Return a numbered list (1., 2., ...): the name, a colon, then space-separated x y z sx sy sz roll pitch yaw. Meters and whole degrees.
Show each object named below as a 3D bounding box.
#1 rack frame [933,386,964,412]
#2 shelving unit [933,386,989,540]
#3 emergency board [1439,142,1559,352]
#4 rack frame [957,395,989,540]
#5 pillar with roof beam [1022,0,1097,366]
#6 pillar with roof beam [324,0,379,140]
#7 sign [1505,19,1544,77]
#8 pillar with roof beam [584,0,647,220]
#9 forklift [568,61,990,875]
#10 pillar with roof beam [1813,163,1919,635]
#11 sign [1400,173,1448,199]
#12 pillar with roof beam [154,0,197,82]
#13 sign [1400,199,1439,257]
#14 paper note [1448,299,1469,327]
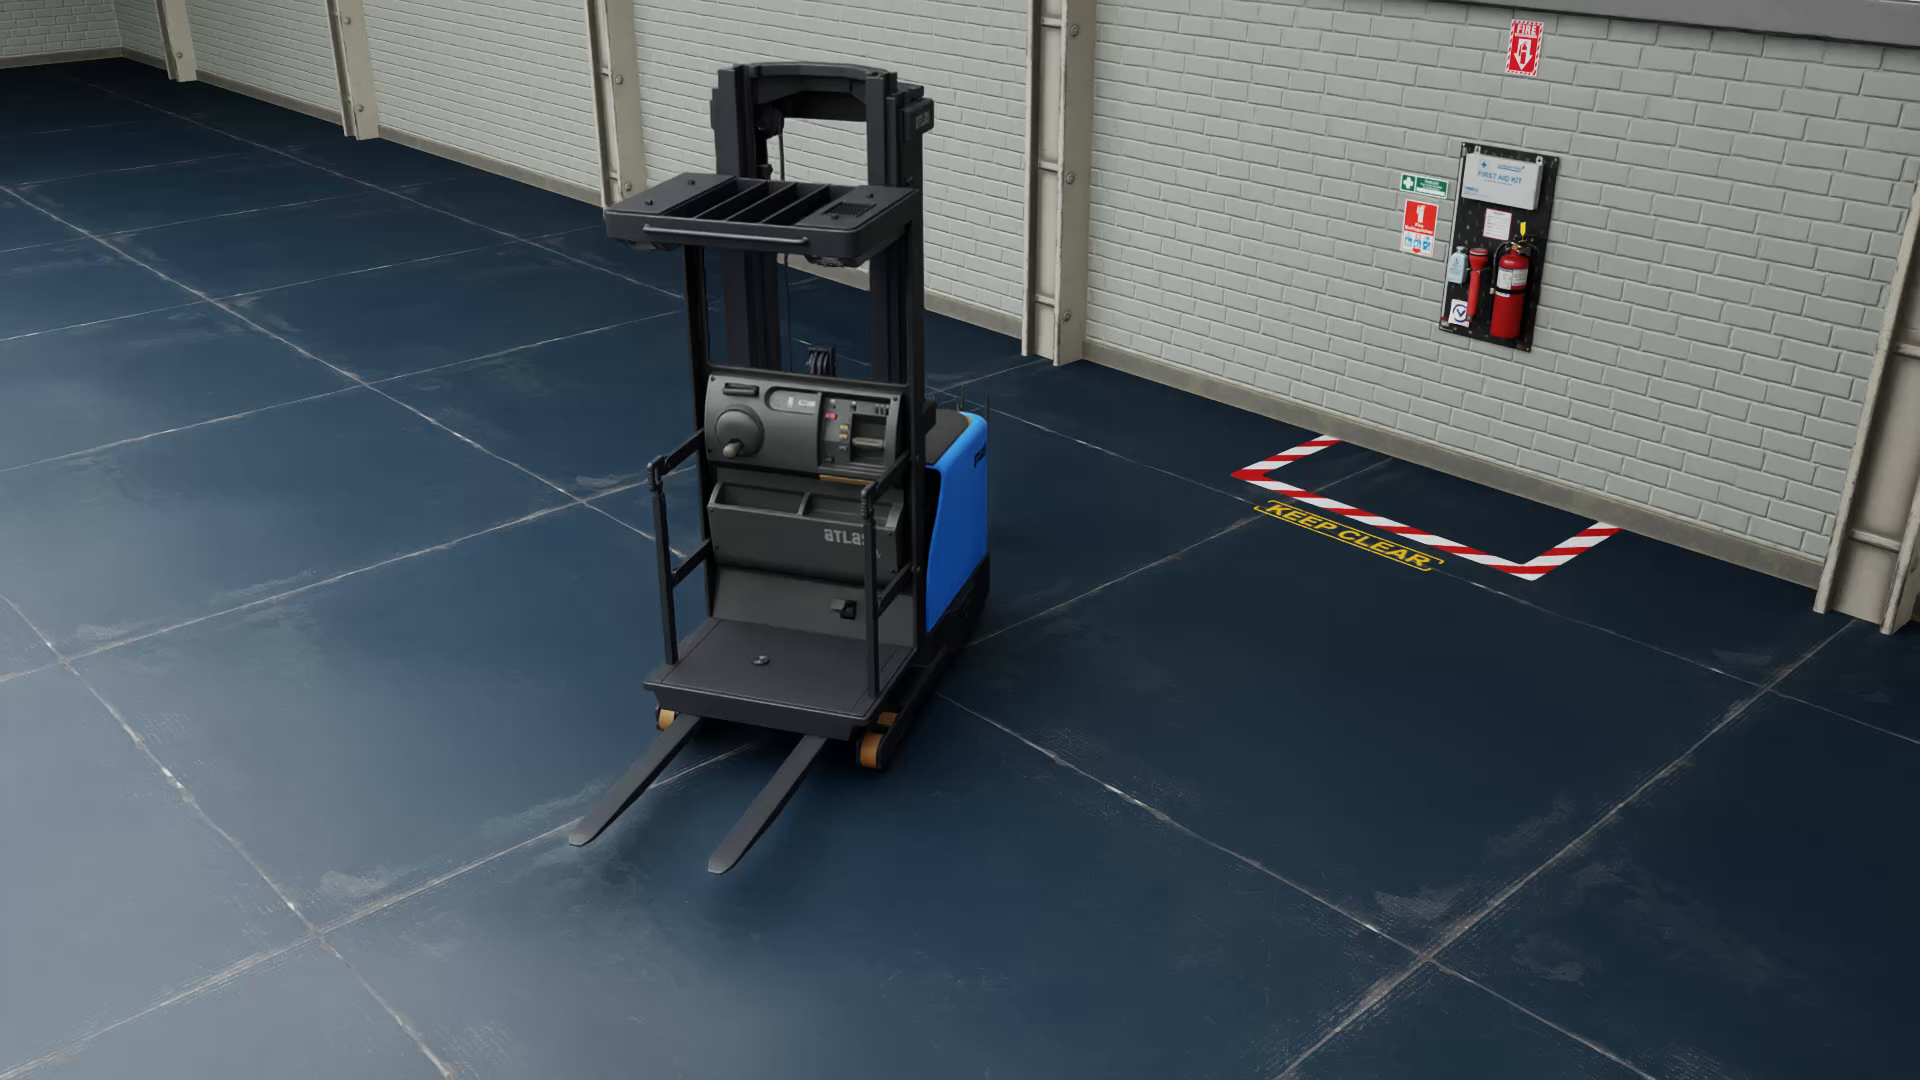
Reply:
1. rack frame: -0.064 -0.438 9.625 0.240 0.900 0.006 -21 32 -38
2. shelving unit: 0.006 -0.407 9.558 0.258 0.900 0.210 -21 32 -38
3. emergency board: 3.161 -1.730 9.928 0.194 1.169 0.643 -21 32 -38
4. rack frame: 0.075 -0.376 9.490 0.240 0.900 0.006 -21 32 -38
5. pillar with roof beam: -2.421 -4.297 8.326 9.100 9.000 0.400 -21 32 -38
6. pillar with roof beam: -10.623 -7.932 16.295 9.100 9.000 0.400 -21 32 -38
7. sign: 3.228 -2.815 9.515 0.001 0.298 0.199 -21 32 -38
8. pillar with roof beam: -6.522 -6.114 12.311 9.100 9.000 0.400 -21 32 -38
9. forklift: -0.775 -0.487 7.286 1.130 2.935 3.031 8 26 16
10. pillar with roof beam: 1.680 -2.479 4.341 9.100 9.000 0.400 -21 32 -38
11. sign: 2.855 -2.180 10.234 0.001 0.109 0.331 -21 32 -38
12. pillar with roof beam: -14.724 -9.750 20.280 9.100 9.000 0.400 -21 32 -38
13. sign: 2.858 -1.943 10.352 0.001 0.329 0.234 -21 32 -38
14. paper note: 3.090 -1.403 10.272 0.016 0.148 0.142 -21 32 -38
